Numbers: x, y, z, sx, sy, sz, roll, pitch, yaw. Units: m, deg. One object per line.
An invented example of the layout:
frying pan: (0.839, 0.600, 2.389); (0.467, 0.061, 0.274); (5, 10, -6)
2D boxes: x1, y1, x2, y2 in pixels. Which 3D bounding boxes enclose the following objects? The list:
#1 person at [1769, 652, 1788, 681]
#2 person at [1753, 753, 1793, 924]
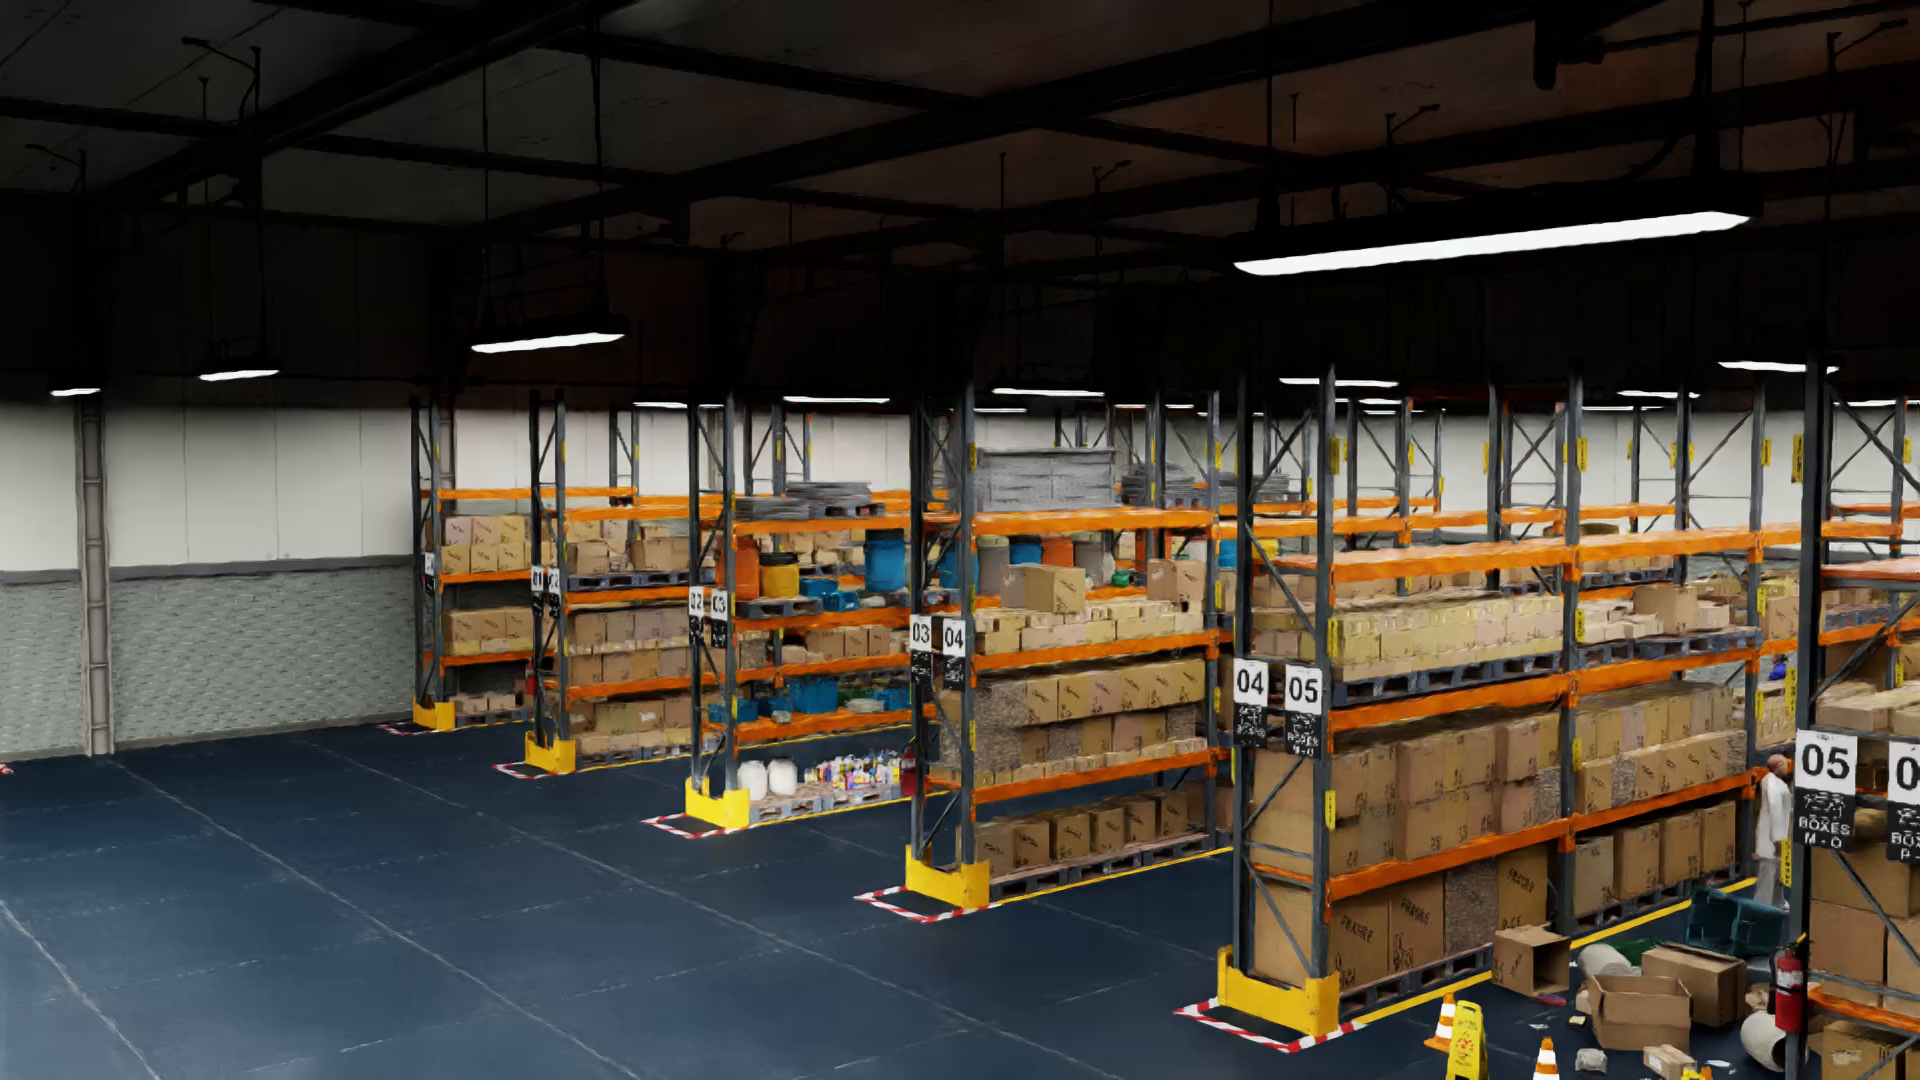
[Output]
person: (13.906, 2.688, 28.107); (0.499, 1.650, 0.663); (1, 4, 21)
person: (8.844, 3.251, 17.957); (0.520, 1.676, 0.656); (1, 4, 21)
